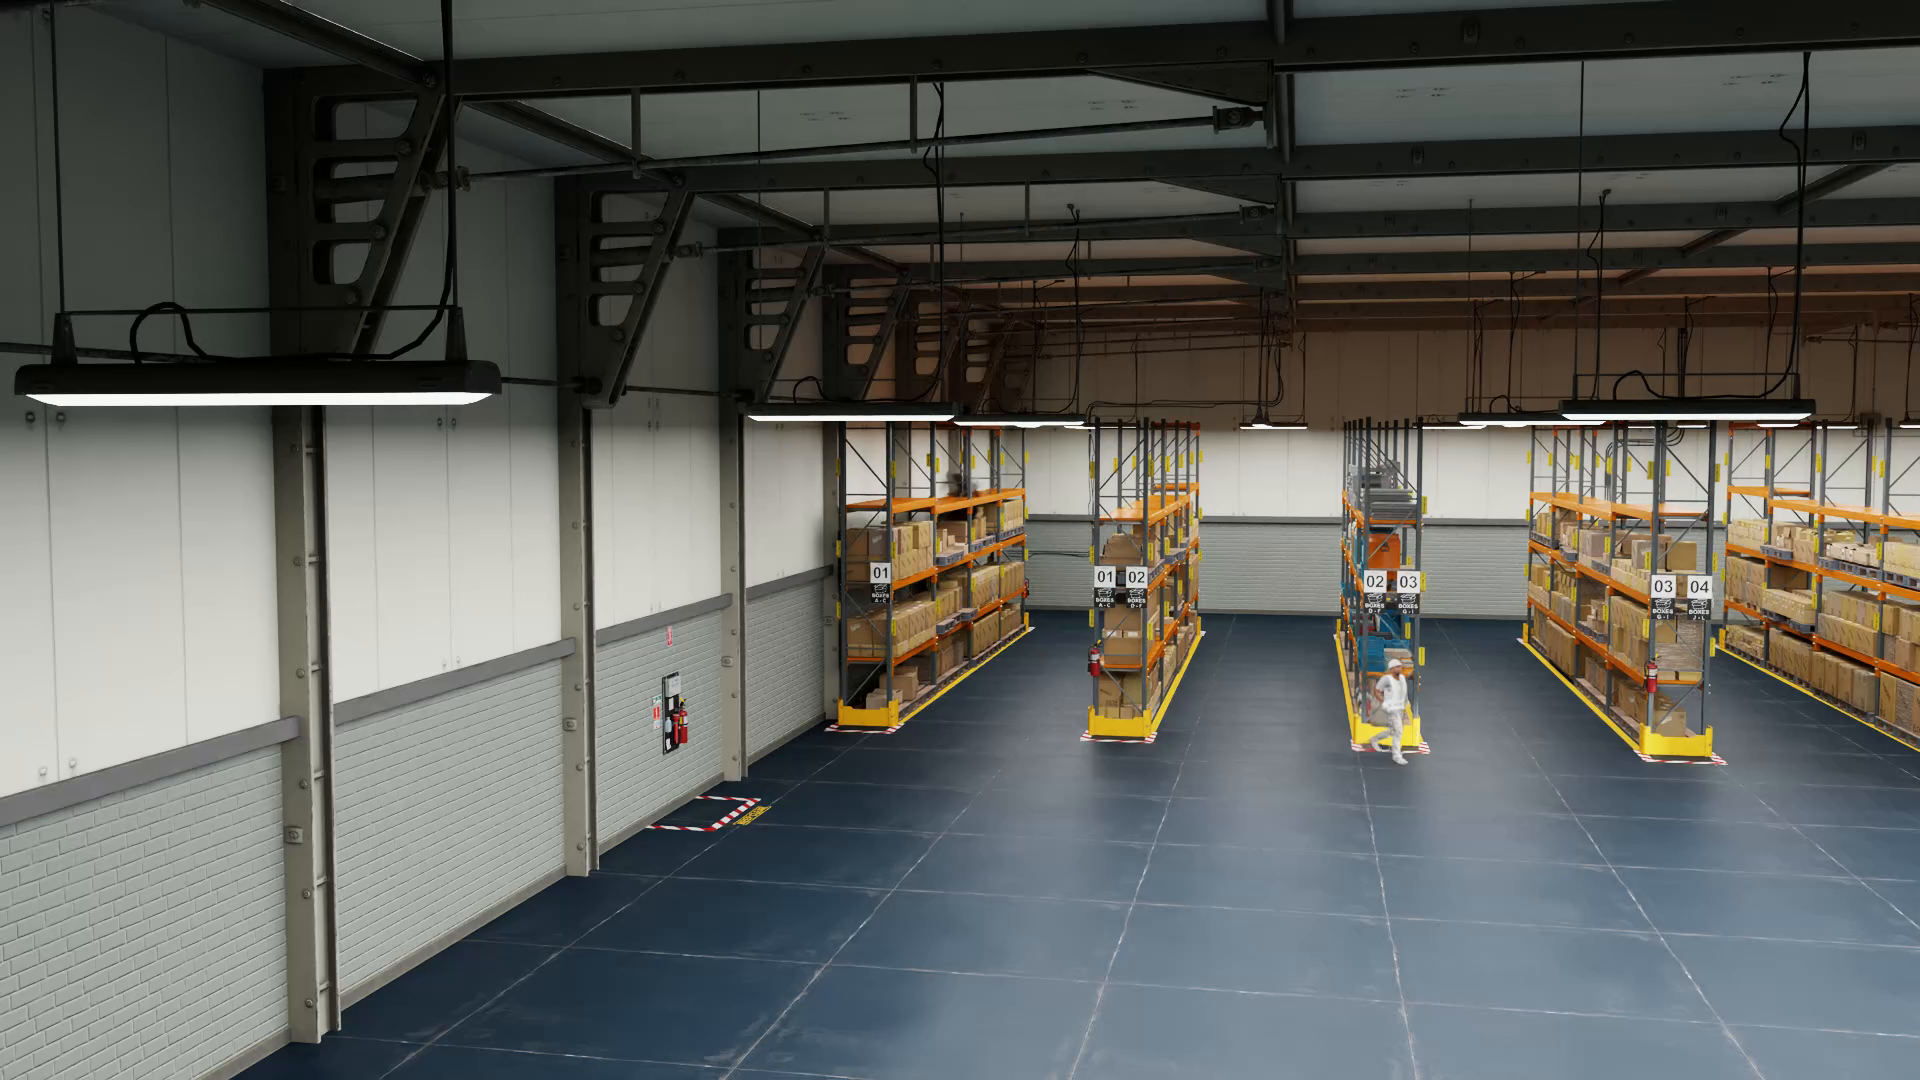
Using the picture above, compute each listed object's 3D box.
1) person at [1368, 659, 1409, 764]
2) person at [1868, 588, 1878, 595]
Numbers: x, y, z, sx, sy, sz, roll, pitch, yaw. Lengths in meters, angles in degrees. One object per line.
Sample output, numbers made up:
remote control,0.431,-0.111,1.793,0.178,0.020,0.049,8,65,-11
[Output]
person,7.507,2.956,28.998,0.697,1.790,0.847,-3,5,-41
person,24.538,1.980,44.687,0.706,1.732,0.605,1,4,12
